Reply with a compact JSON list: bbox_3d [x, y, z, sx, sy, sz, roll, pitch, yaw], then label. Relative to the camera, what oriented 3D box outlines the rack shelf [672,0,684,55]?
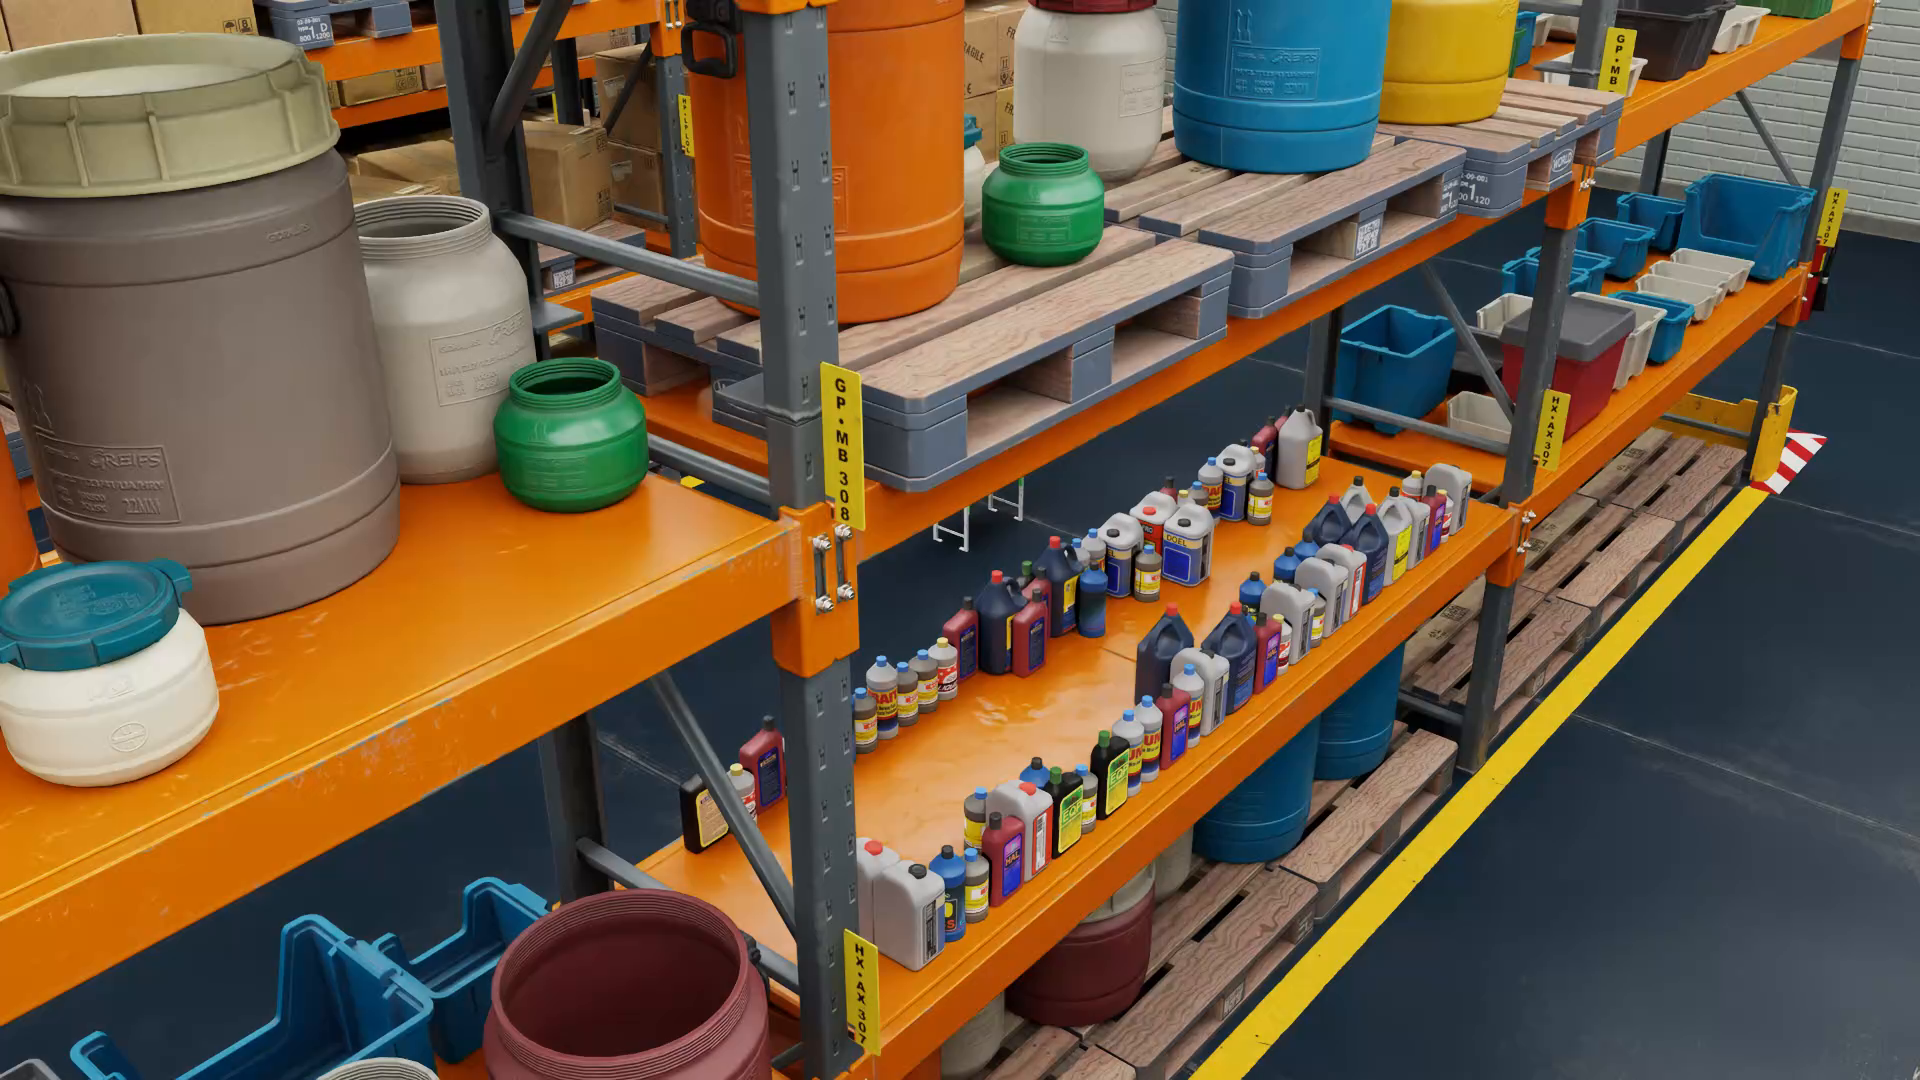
[{"bbox_3d":[-0.656,-3.638,10.536,1.077,0.370,4.000,21,34,34],"label":"rack shelf"}]

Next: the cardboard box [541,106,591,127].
[{"bbox_3d":[-3.517,-3.769,14.828,0.380,0.149,0.250,20,34,34],"label":"cardboard box"}]

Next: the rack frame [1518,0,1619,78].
[{"bbox_3d":[1.892,-3.132,5.510,1.000,3.000,0.127,21,34,34],"label":"rack frame"}]

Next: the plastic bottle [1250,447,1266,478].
[{"bbox_3d":[1.185,-0.280,6.743,0.097,0.201,0.097,0,27,0],"label":"plastic bottle"}]

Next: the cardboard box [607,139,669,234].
[{"bbox_3d":[-1.808,-2.213,10.154,0.500,0.500,0.500,21,34,35],"label":"cardboard box"}]

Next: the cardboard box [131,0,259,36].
[{"bbox_3d":[-3.565,-2.404,7.259,0.910,0.500,0.500,21,34,34],"label":"cardboard box"}]

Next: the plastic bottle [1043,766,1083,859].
[{"bbox_3d":[0.287,0.746,4.671,0.061,0.283,0.133,21,34,34],"label":"plastic bottle"}]

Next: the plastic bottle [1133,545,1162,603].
[{"bbox_3d":[0.675,0.114,5.981,0.097,0.201,0.097,0,27,0],"label":"plastic bottle"}]

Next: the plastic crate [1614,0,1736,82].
[{"bbox_3d":[2.894,-2.101,6.925,0.497,0.269,0.590,21,34,34],"label":"plastic crate"}]

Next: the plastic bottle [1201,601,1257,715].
[{"bbox_3d":[0.859,0.367,5.330,0.144,0.351,0.185,21,34,34],"label":"plastic bottle"}]

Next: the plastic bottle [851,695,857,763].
[{"bbox_3d":[-0.366,0.554,5.055,0.097,0.271,0.097,0,27,0],"label":"plastic bottle"}]

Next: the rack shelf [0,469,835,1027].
[{"bbox_3d":[-1.924,0.648,2.252,1.077,0.370,4.000,21,34,34],"label":"rack shelf"}]

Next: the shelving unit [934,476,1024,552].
[{"bbox_3d":[0.105,-0.592,9.088,0.258,1.200,0.503,21,34,34],"label":"shelving unit"}]

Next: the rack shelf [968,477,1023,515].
[{"bbox_3d":[0.105,-0.322,9.227,0.258,0.148,0.480,21,34,34],"label":"rack shelf"}]

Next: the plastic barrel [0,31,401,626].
[{"bbox_3d":[-1.342,-0.376,2.902,0.600,0.901,0.600,0,27,0],"label":"plastic barrel"}]

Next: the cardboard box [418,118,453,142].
[{"bbox_3d":[-4.456,-3.520,14.348,0.380,0.149,0.250,21,34,35],"label":"cardboard box"}]

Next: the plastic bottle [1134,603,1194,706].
[{"bbox_3d":[0.656,0.370,5.323,0.144,0.351,0.185,21,34,34],"label":"plastic bottle"}]

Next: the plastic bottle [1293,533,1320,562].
[{"bbox_3d":[1.230,0.103,5.927,0.097,0.271,0.097,0,27,0],"label":"plastic bottle"}]

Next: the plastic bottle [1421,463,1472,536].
[{"bbox_3d":[1.891,-0.178,6.464,0.152,0.276,0.135,21,34,34],"label":"plastic bottle"}]

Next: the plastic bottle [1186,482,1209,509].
[{"bbox_3d":[0.914,-0.129,6.450,0.097,0.201,0.097,0,27,0],"label":"plastic bottle"}]

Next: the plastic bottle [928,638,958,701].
[{"bbox_3d":[-0.056,0.412,5.405,0.097,0.201,0.097,0,27,0],"label":"plastic bottle"}]

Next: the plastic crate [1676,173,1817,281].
[{"bbox_3d":[4.367,-1.754,9.273,0.616,0.435,0.499,21,34,34],"label":"plastic crate"}]

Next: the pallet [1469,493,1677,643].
[{"bbox_3d":[3.106,0.065,8.895,1.003,0.211,1.213,21,34,34],"label":"pallet"}]

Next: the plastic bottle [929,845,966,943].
[{"bbox_3d":[-0.033,0.916,4.354,0.097,0.271,0.097,0,27,0],"label":"plastic bottle"}]

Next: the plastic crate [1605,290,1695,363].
[{"bbox_3d":[3.328,-1.034,8.102,0.416,0.233,0.300,21,34,34],"label":"plastic crate"}]

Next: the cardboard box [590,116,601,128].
[{"bbox_3d":[-3.576,-3.579,15.168,0.700,0.500,0.500,21,34,34],"label":"cardboard box"}]

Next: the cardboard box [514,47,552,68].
[{"bbox_3d":[-3.979,-4.469,14.297,0.980,0.700,0.700,20,34,34],"label":"cardboard box"}]

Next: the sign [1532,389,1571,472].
[{"bbox_3d":[2.315,-0.428,6.512,0.100,0.325,0.005,21,34,34],"label":"sign"}]

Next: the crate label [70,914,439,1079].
[{"bbox_3d":[-1.493,1.209,3.610,0.502,0.435,0.616,21,34,34],"label":"crate label"}]

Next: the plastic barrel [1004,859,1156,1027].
[{"bbox_3d":[0.364,1.257,5.723,0.600,0.588,0.708,21,34,34],"label":"plastic barrel"}]

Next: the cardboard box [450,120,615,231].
[{"bbox_3d":[-2.402,-2.044,9.371,0.700,0.500,0.500,9,29,18],"label":"cardboard box"}]

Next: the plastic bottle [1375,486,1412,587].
[{"bbox_3d":[1.560,-0.024,6.085,0.144,0.351,0.185,21,34,34],"label":"plastic bottle"}]

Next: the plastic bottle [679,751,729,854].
[{"bbox_3d":[-0.724,0.735,4.692,0.061,0.283,0.133,21,34,34],"label":"plastic bottle"}]

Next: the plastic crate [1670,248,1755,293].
[{"bbox_3d":[4.057,-1.453,9.015,0.396,0.136,0.243,21,34,34],"label":"plastic crate"}]

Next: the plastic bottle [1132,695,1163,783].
[{"bbox_3d":[0.555,0.589,4.988,0.097,0.271,0.097,0,27,0],"label":"plastic bottle"}]

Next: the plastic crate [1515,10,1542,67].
[{"bbox_3d":[2.225,-2.141,7.042,0.416,0.233,0.300,21,34,34],"label":"plastic crate"}]

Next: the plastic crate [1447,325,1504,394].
[{"bbox_3d":[2.397,-0.847,7.856,0.437,0.125,0.590,21,34,34],"label":"plastic crate"}]

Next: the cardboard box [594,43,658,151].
[{"bbox_3d":[-1.806,-2.659,9.929,0.500,0.500,0.500,21,34,35],"label":"cardboard box"}]

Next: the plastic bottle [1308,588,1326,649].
[{"bbox_3d":[1.199,0.261,5.698,0.097,0.201,0.097,0,27,0],"label":"plastic bottle"}]

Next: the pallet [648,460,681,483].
[{"bbox_3d":[-2.416,-0.378,9.751,1.003,0.211,1.213,21,34,34],"label":"pallet"}]

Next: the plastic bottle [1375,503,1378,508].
[{"bbox_3d":[1.550,-0.045,6.288,0.097,0.201,0.097,0,27,0],"label":"plastic bottle"}]

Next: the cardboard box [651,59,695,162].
[{"bbox_3d":[-1.411,-2.489,9.600,0.500,0.500,0.500,22,34,36],"label":"cardboard box"}]

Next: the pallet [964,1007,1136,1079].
[{"bbox_3d":[-0.183,1.898,5.351,1.003,0.211,1.213,21,34,34],"label":"pallet"}]

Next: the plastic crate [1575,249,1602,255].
[{"bbox_3d":[3.326,-1.473,9.055,0.250,0.136,0.298,21,34,34],"label":"plastic crate"}]

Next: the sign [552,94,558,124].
[{"bbox_3d":[-2.351,-2.456,9.791,0.100,0.325,0.005,21,34,34],"label":"sign"}]

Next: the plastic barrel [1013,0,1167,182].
[{"bbox_3d":[0.359,-1.301,4.630,0.433,0.535,0.433,0,27,0],"label":"plastic barrel"}]

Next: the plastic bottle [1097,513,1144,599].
[{"bbox_3d":[0.567,0.051,6.021,0.152,0.276,0.135,21,34,34],"label":"plastic bottle"}]

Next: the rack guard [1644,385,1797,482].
[{"bbox_3d":[4.442,-0.787,10.228,1.175,0.500,0.348,21,34,34],"label":"rack guard"}]

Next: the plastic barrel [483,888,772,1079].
[{"bbox_3d":[-0.714,1.144,3.626,0.600,0.536,0.708,21,34,34],"label":"plastic barrel"}]

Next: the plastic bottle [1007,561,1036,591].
[{"bbox_3d":[0.205,0.217,5.693,0.061,0.283,0.133,21,34,34],"label":"plastic bottle"}]

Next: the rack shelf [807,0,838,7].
[{"bbox_3d":[0.620,-1.925,4.396,1.077,0.370,4.000,21,34,34],"label":"rack shelf"}]

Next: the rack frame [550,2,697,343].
[{"bbox_3d":[-1.928,-1.916,9.689,1.000,3.000,0.127,21,34,34],"label":"rack frame"}]
